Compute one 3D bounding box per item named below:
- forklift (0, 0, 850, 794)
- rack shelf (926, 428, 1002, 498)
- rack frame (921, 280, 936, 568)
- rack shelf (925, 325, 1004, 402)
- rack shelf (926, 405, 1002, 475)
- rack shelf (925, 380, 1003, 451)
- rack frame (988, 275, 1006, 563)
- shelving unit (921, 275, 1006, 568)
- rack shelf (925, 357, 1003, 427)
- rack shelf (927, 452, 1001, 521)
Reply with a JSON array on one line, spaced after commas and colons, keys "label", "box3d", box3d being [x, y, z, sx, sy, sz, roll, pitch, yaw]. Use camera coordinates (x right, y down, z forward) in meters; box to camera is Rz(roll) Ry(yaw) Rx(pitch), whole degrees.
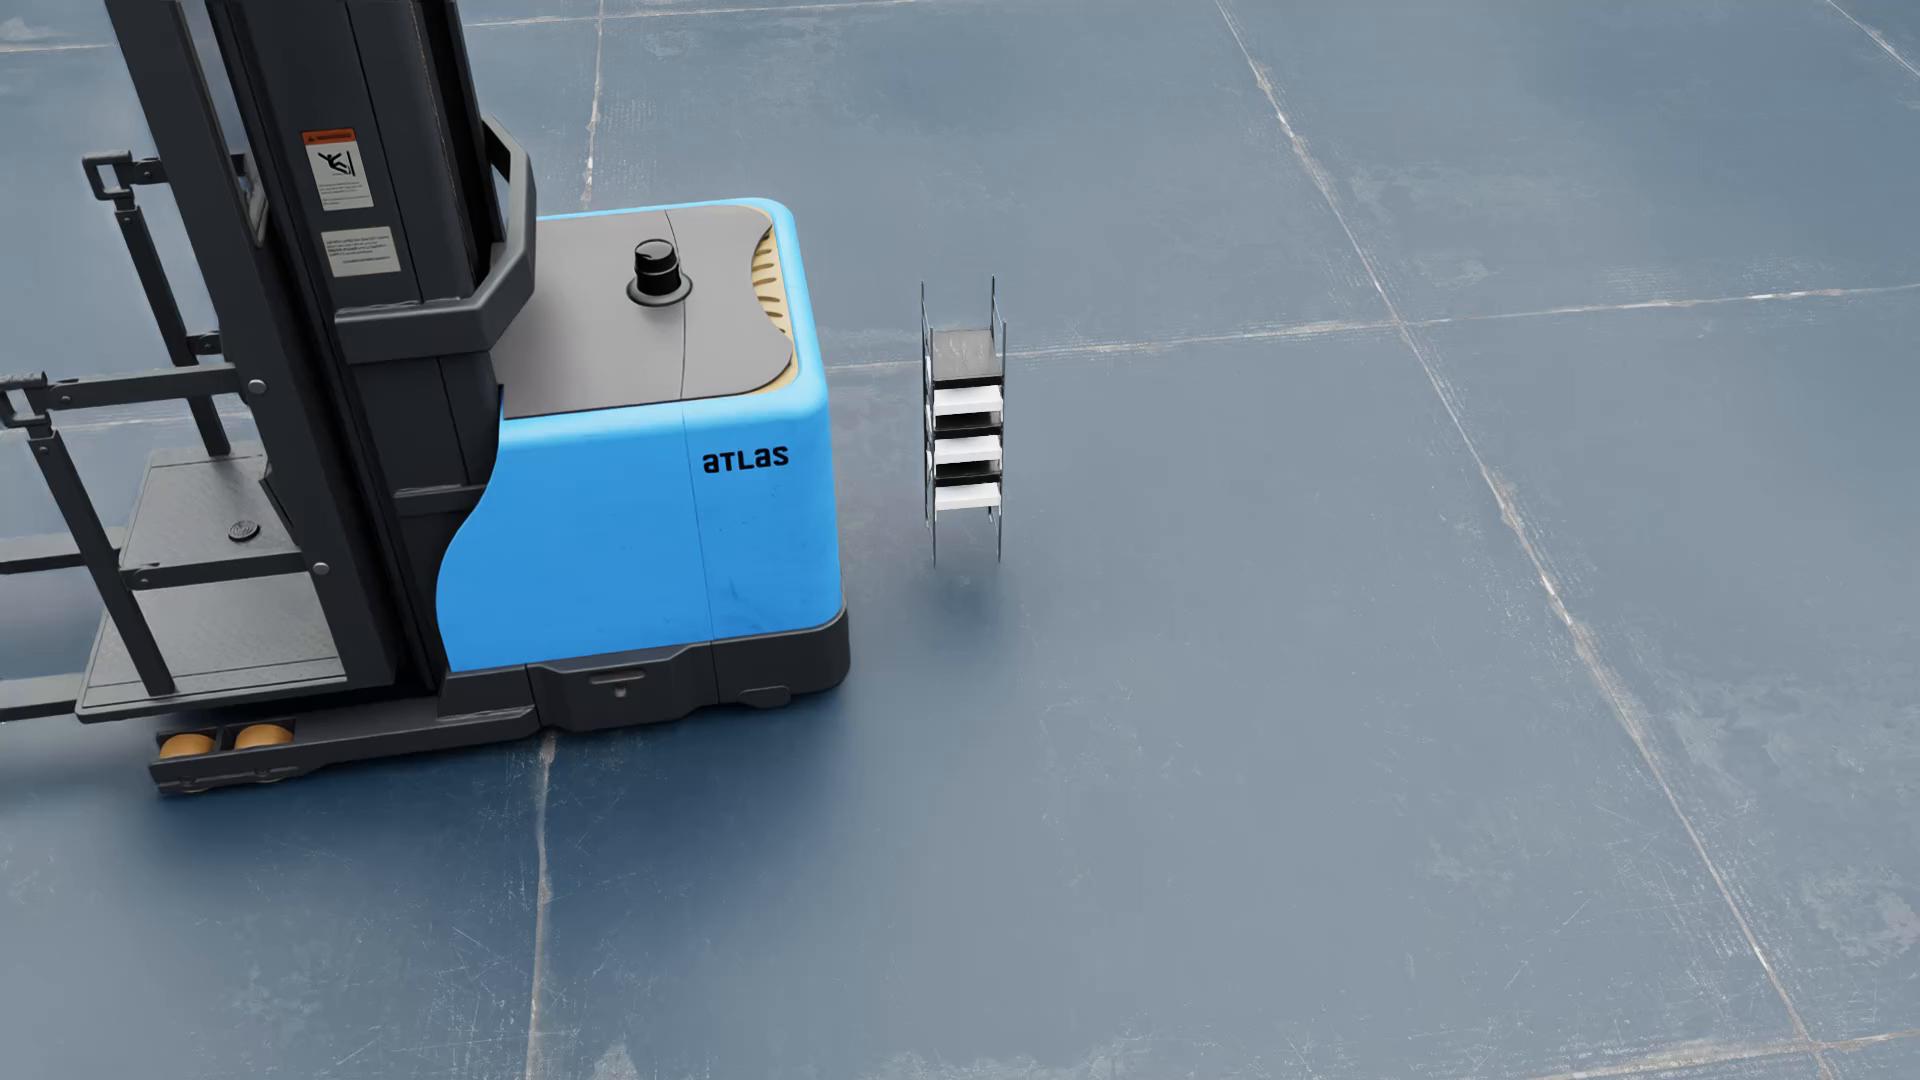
[{"label": "forklift", "box3d": [-1.880, -0.790, 3.938, 3.031, 2.935, 1.130, -7, 42, -7]}, {"label": "rack shelf", "box3d": [0.008, -0.243, 5.032, 0.200, 0.077, 0.258, -5, 42, -6]}, {"label": "rack frame", "box3d": [-0.093, -0.326, 4.940, 0.006, 0.900, 0.240, -5, 42, -6]}, {"label": "rack shelf", "box3d": [0.008, -0.511, 4.791, 0.200, 0.077, 0.258, -5, 42, -6]}, {"label": "rack shelf", "box3d": [0.008, -0.310, 4.972, 0.200, 0.077, 0.258, -5, 42, -6]}, {"label": "rack shelf", "box3d": [0.008, -0.377, 4.911, 0.200, 0.077, 0.258, -5, 42, -6]}, {"label": "rack frame", "box3d": [0.109, -0.344, 4.959, 0.006, 0.900, 0.240, -5, 42, -6]}, {"label": "shelving unit", "box3d": [0.008, -0.335, 4.949, 0.210, 0.900, 0.258, -5, 42, -6]}, {"label": "rack shelf", "box3d": [0.008, -0.444, 4.851, 0.200, 0.077, 0.258, -5, 42, -6]}, {"label": "rack shelf", "box3d": [0.008, -0.176, 5.092, 0.200, 0.077, 0.258, -5, 42, -6]}]
